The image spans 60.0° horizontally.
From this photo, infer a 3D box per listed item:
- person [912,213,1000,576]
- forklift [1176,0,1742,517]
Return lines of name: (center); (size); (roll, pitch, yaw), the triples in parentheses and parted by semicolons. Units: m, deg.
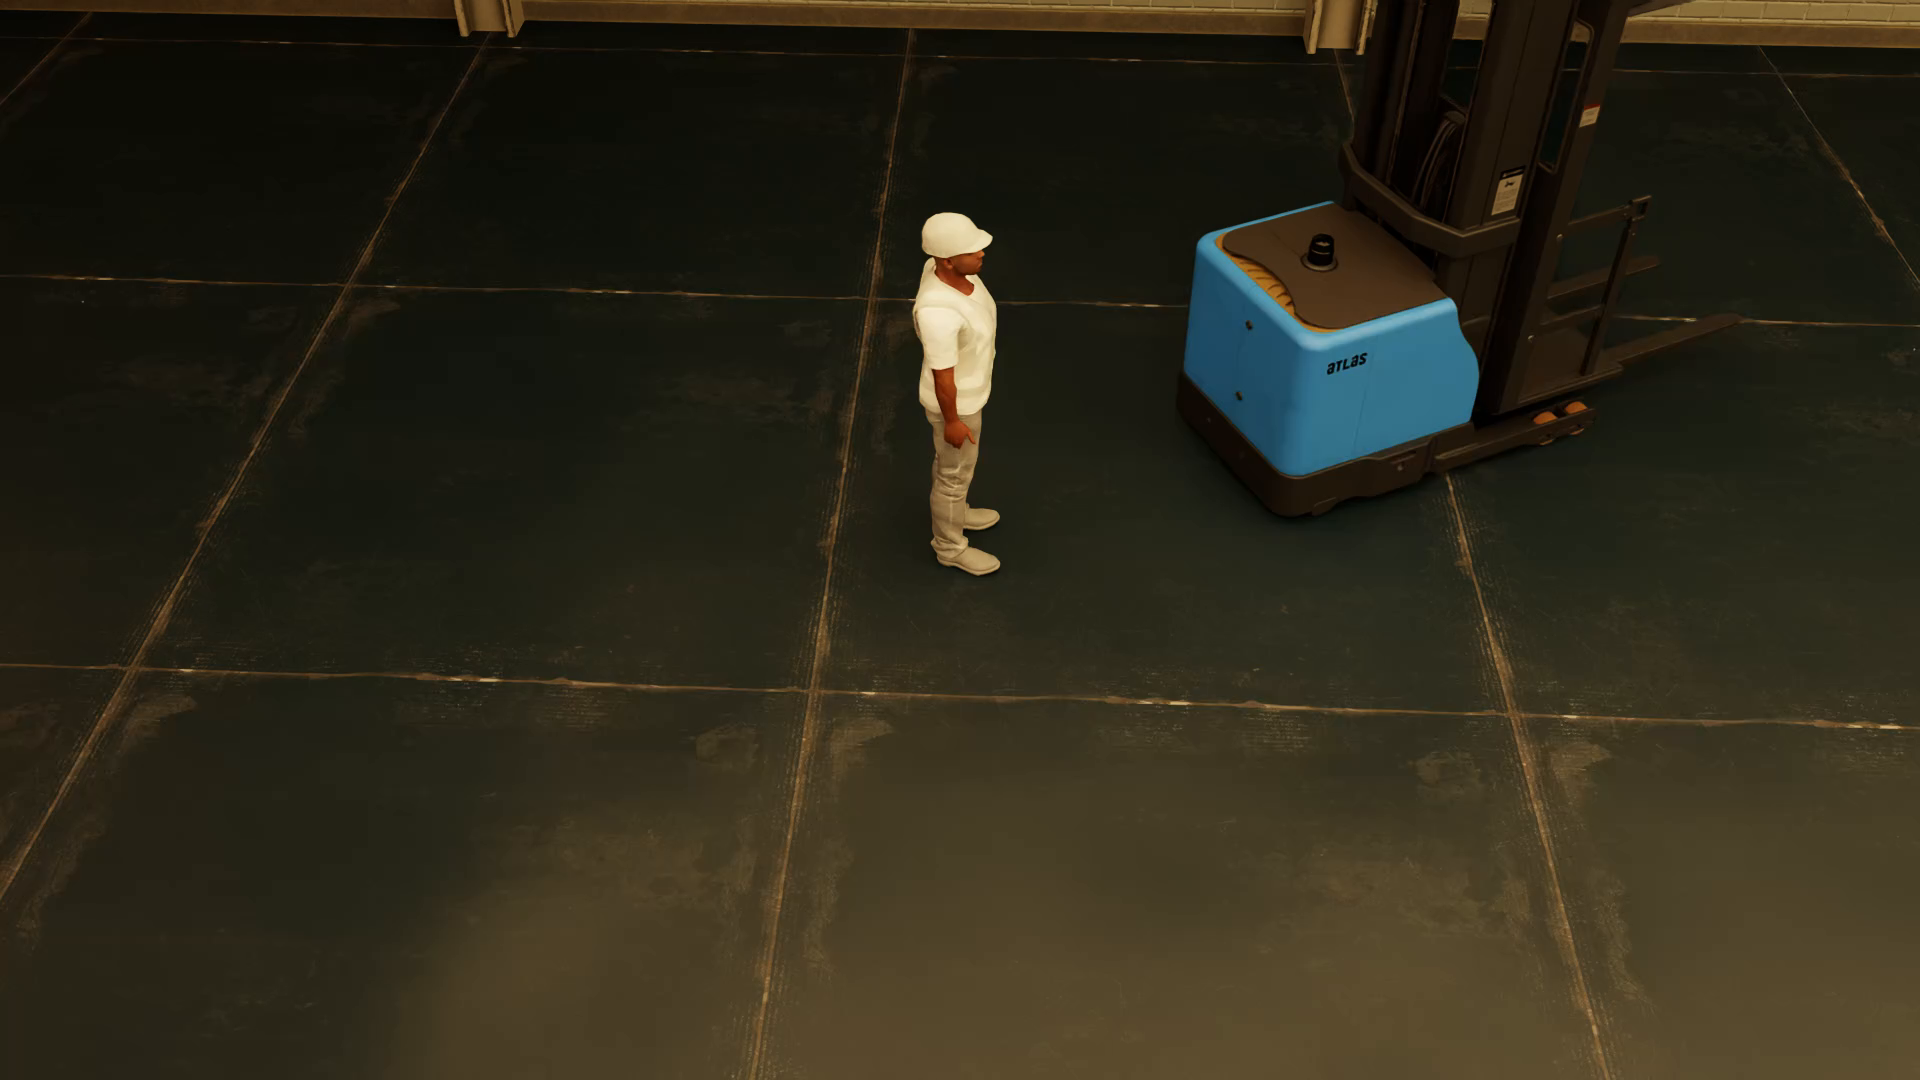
person: (0.003, -0.659, 7.328); (0.388, 1.770, 0.556); (2, 42, 2)
forklift: (2.671, -1.871, 7.792); (3.031, 2.935, 1.130); (-18, 45, -18)
